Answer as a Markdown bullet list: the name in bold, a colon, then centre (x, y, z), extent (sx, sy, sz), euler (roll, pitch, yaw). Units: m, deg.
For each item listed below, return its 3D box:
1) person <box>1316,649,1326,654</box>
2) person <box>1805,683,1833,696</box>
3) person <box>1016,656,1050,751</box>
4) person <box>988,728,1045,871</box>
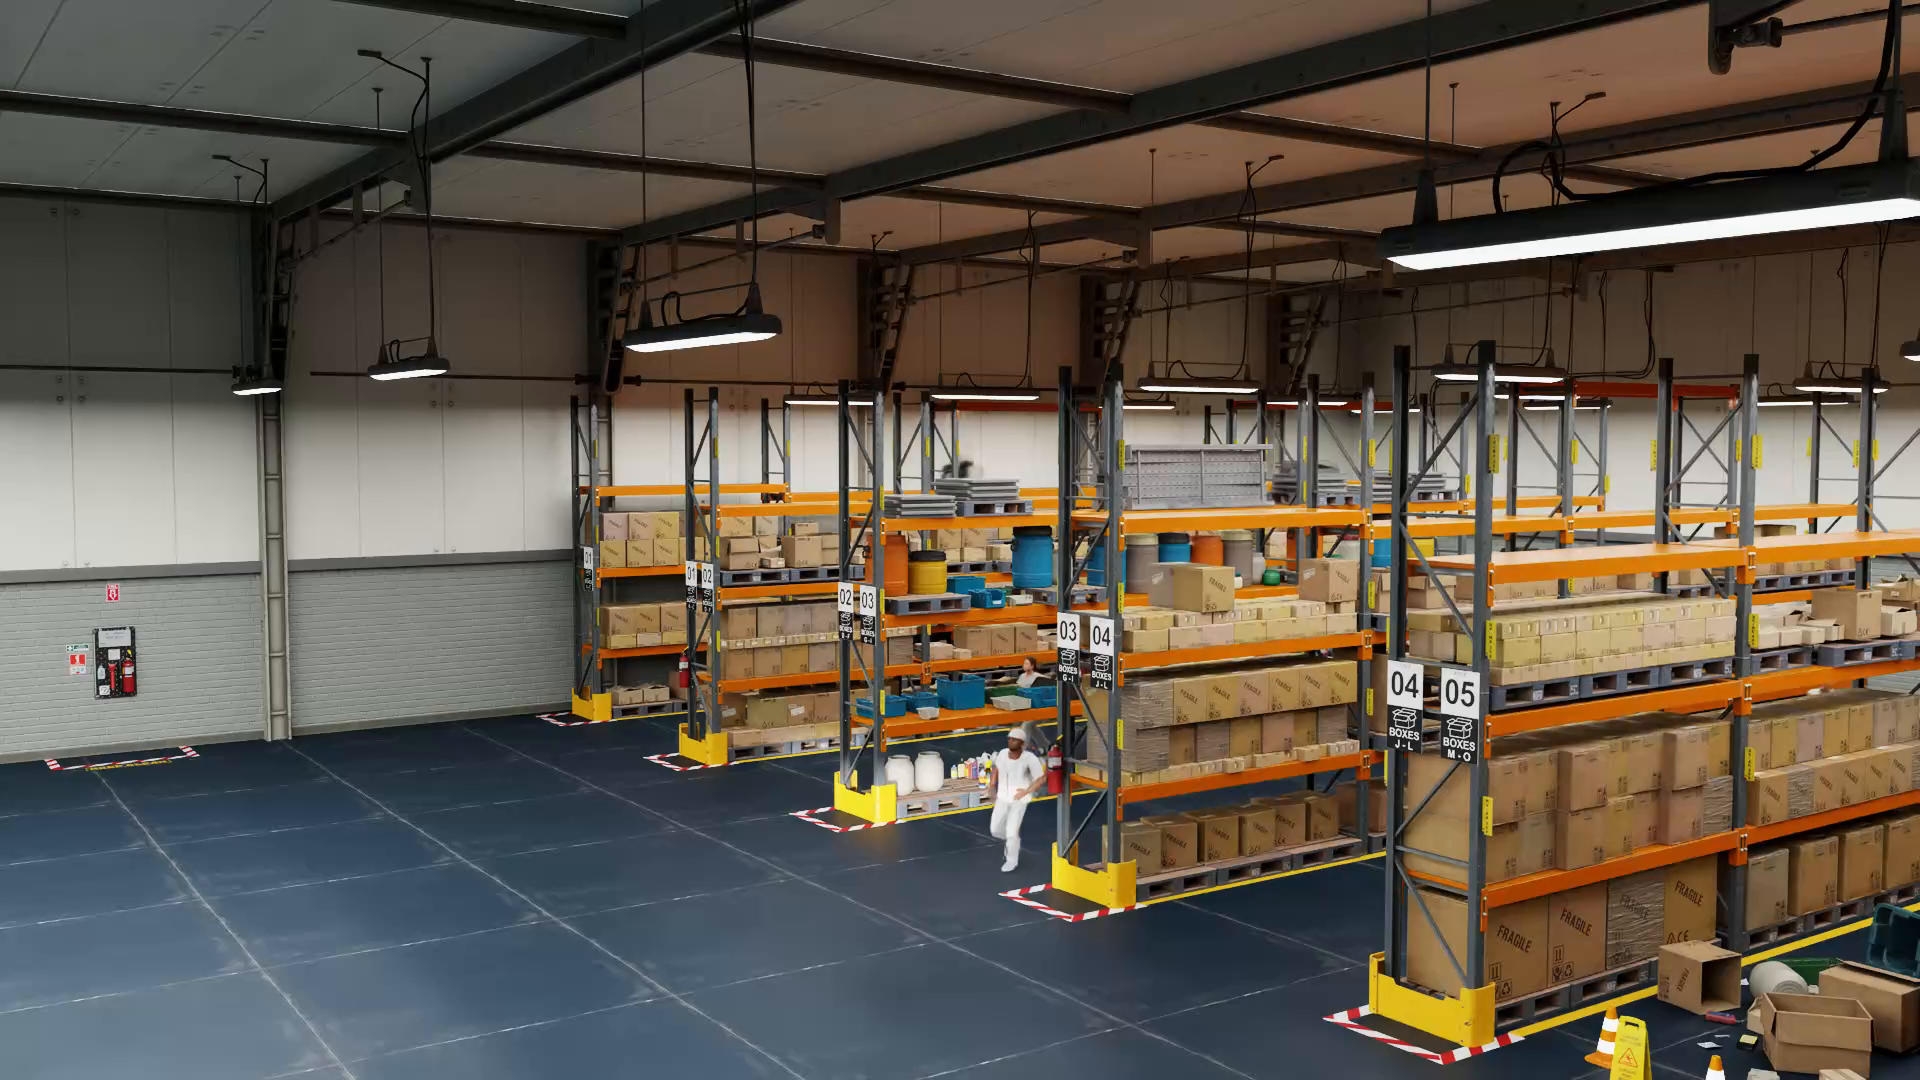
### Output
- **person**: centre (6.775, 2.338, 31.670), extent (0.984, 1.778, 0.680), euler (-3, 5, -44)
- **person**: centre (12.527, 2.835, 24.106), extent (0.980, 1.821, 0.725), euler (-3, 5, -43)
- **person**: centre (1.152, 2.696, 26.621), extent (0.831, 1.684, 0.566), euler (-3, 4, -36)
- **person**: centre (0.655, 3.112, 19.961), extent (0.735, 1.721, 0.521), euler (2, 4, 35)
